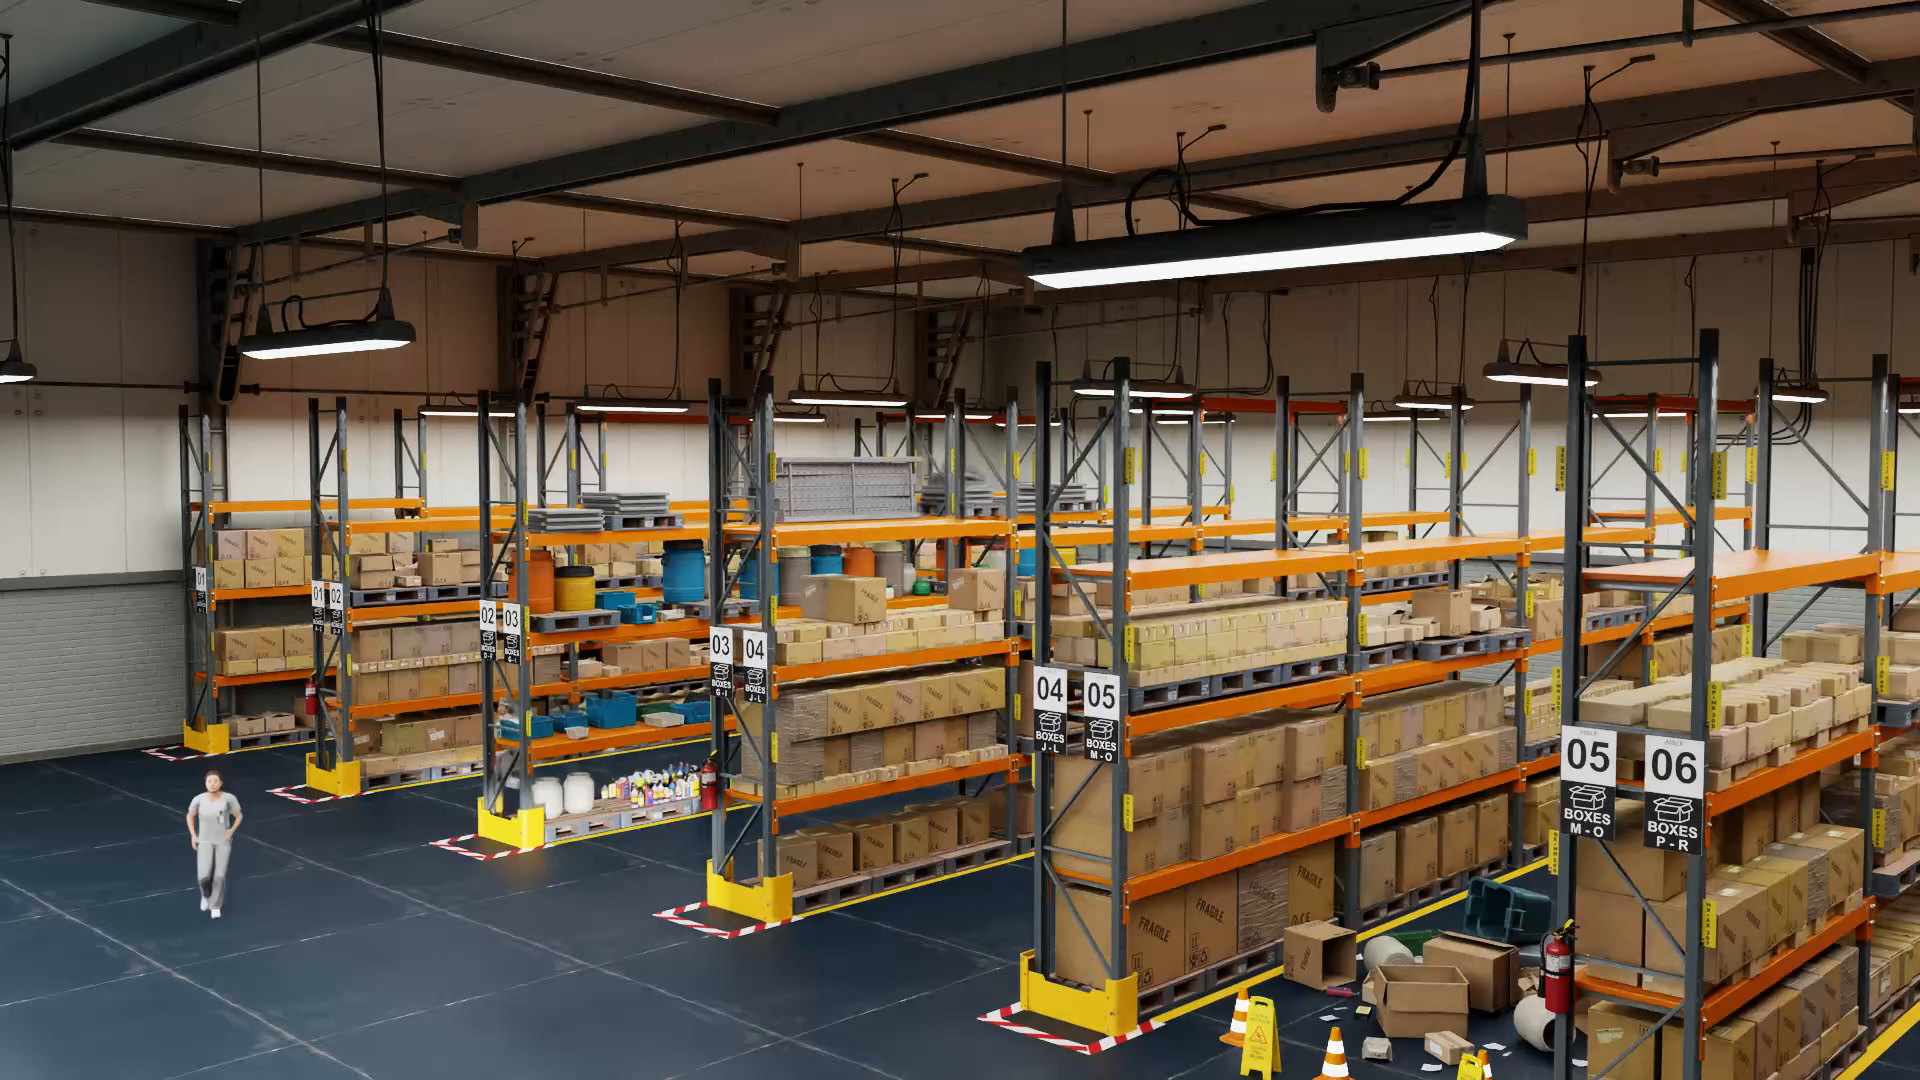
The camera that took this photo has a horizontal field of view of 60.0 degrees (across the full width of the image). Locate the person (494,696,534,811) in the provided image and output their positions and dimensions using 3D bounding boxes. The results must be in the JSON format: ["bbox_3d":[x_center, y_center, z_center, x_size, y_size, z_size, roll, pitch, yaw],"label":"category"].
[{"bbox_3d":[-6.484,3.071,23.901,0.758,1.677,0.632,-3,4,-42],"label":"person"}]

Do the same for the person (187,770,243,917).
[{"bbox_3d":[-8.275,3.373,18.479,0.577,1.638,0.552,-1,3,-22],"label":"person"}]
